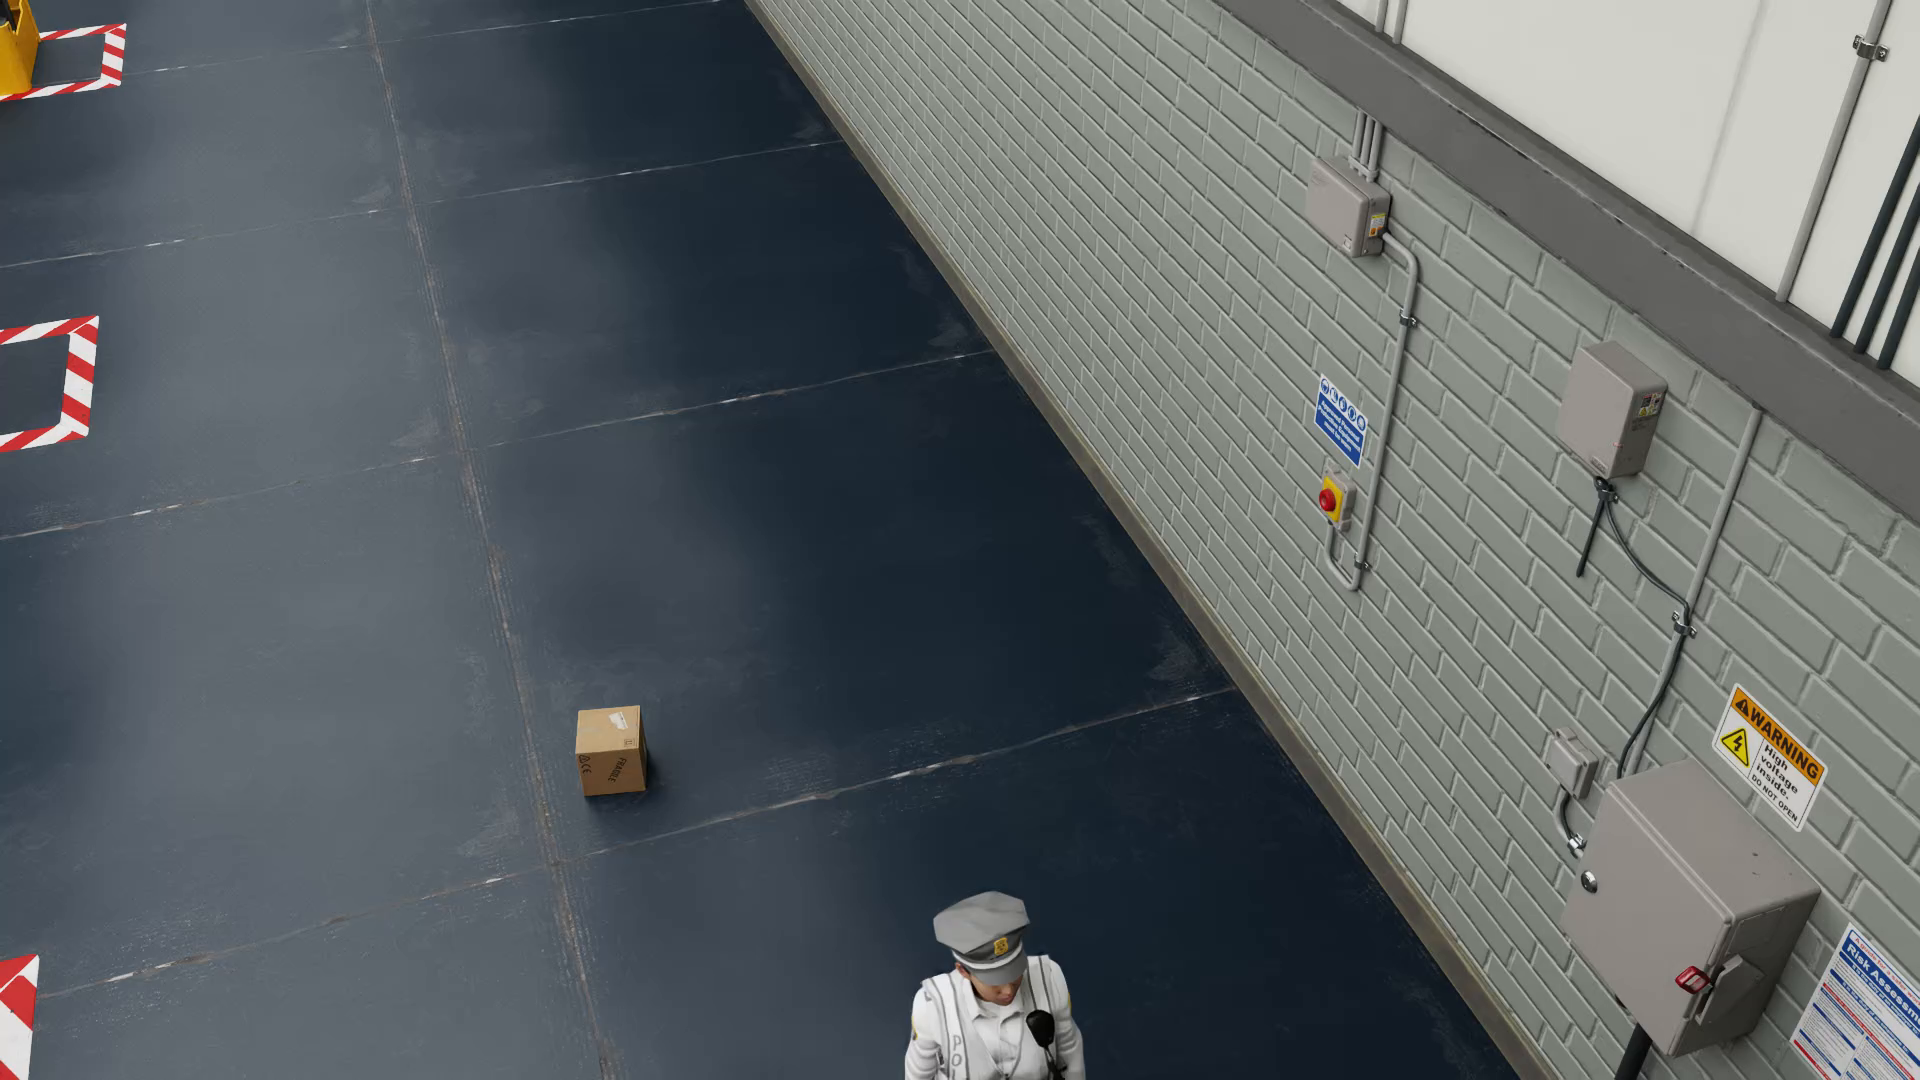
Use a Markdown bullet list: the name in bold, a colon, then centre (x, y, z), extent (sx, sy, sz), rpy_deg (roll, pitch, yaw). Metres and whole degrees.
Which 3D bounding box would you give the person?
- **person**: centre (0.100, 1.580, 4.716), extent (0.492, 1.653, 0.878), rpy_deg (-12, 40, -15)
